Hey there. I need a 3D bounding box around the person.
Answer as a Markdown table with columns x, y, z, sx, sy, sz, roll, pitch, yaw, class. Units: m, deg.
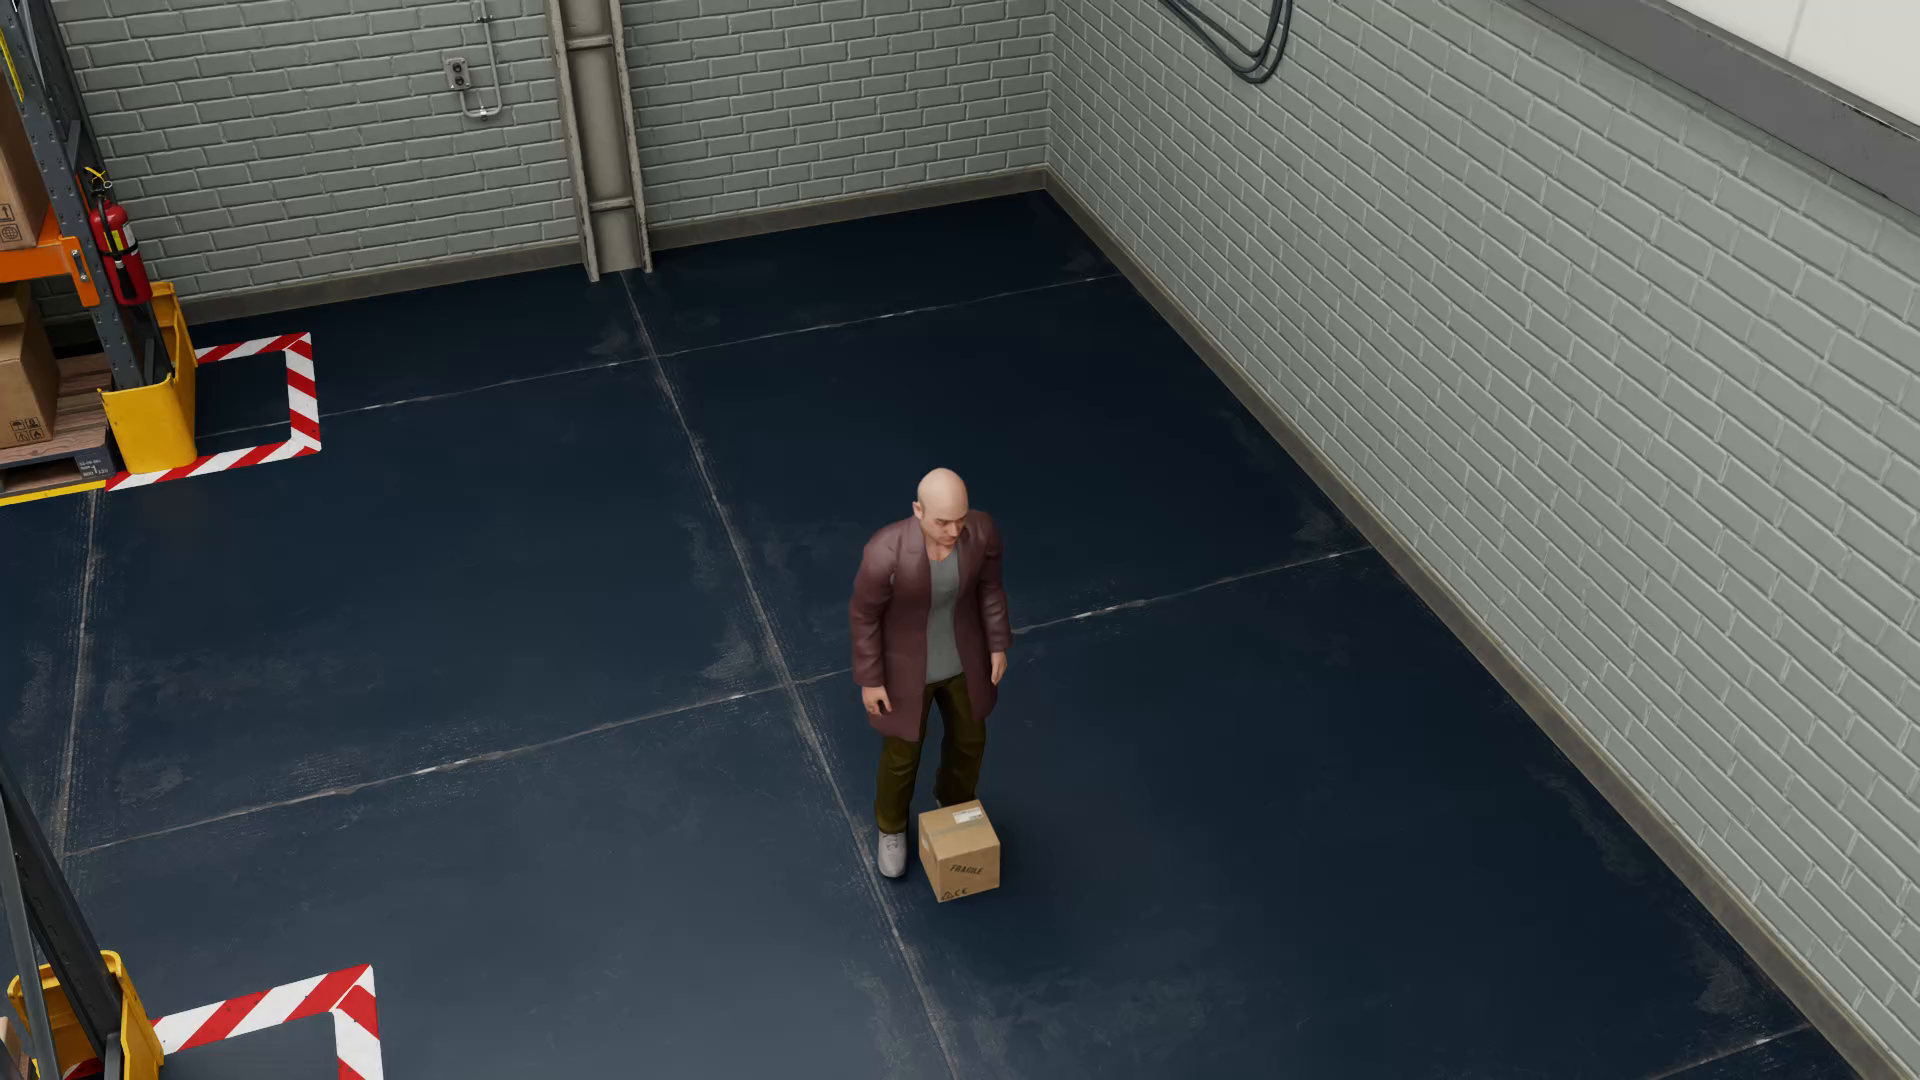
| x | y | z | sx | sy | sz | roll | pitch | yaw | class |
| --- | --- | --- | --- | --- | --- | --- | --- | --- | --- |
| -0.097 | 0.540 | 6.250 | 0.633 | 1.576 | 0.427 | -14 | 39 | -18 | person |
